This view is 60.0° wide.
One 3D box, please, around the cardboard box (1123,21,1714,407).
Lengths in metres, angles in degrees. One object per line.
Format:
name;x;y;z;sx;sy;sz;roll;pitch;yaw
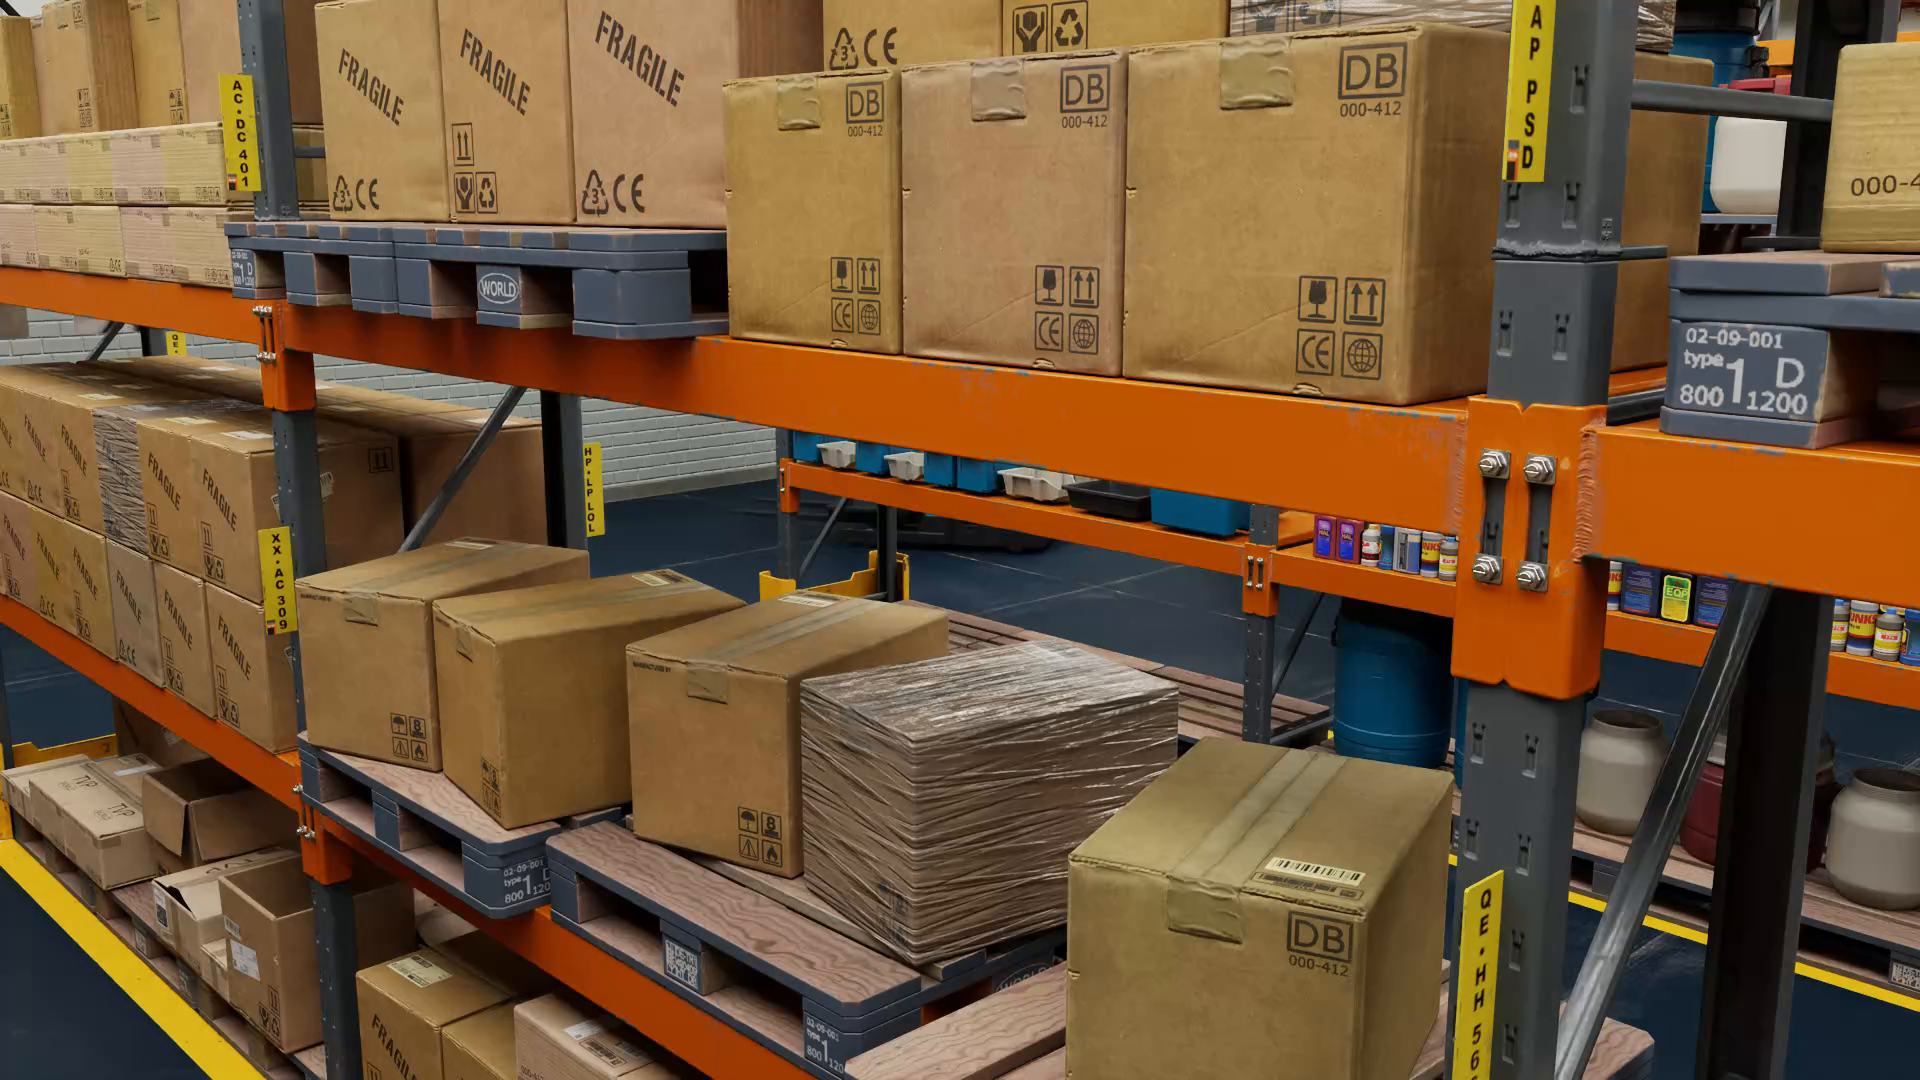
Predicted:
cardboard box;0.749;-0.522;2.667;0.910;0.500;0.500;-11;16;-43

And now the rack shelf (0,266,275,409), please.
rack shelf;-3.069;-0.937;6.714;1.077;0.370;4.000;-11;16;-43

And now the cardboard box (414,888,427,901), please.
cardboard box;-2.425;1.428;6.819;0.380;0.166;0.250;-11;16;-43

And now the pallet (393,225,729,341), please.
pallet;-0.569;-0.650;4.002;1.213;0.211;1.003;-11;16;-43

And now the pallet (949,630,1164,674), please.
pallet;0.515;0.868;10.516;1.003;0.211;1.213;-11;16;-43

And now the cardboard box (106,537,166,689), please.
cardboard box;-2.932;0.236;6.425;0.500;0.500;0.500;-10;16;-41

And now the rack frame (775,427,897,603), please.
rack frame;-0.865;-0.802;11.709;1.000;3.000;0.127;-11;16;-43

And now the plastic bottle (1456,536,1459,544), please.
plastic bottle;2.579;-0.035;8.478;0.097;0.201;0.097;0;12;0

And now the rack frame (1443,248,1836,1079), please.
rack frame;1.075;1.055;2.694;1.000;3.000;0.127;-11;16;-43

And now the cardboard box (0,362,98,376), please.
cardboard box;-4.334;-0.549;7.757;0.500;0.500;0.500;-10;15;-41

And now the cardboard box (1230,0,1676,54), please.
cardboard box;0.778;-1.017;2.594;0.500;0.500;0.500;-11;16;-43

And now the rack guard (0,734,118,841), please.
rack guard;-4.397;1.123;8.559;1.175;0.500;0.348;-11;16;-43

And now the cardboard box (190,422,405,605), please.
cardboard box;-2.224;-0.105;5.600;0.500;0.500;0.500;-11;16;-42

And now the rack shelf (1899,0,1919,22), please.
rack shelf;14.854;-7.487;22.837;1.077;0.370;4.000;-11;16;-43

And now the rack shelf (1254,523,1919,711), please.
rack shelf;3.279;0.426;7.531;1.077;0.370;4.000;-11;16;-43

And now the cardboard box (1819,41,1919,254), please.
cardboard box;1.429;-0.488;2.081;0.500;0.250;0.500;10;15;41

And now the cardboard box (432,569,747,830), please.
cardboard box;-1.001;0.409;4.544;0.700;0.500;0.500;-8;14;-34

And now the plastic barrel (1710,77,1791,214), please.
plastic barrel;3.327;-1.613;6.837;0.433;0.535;0.433;0;12;0

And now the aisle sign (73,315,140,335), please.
aisle sign;-4.275;-1.438;8.354;0.394;0.787;0.004;-11;16;-43

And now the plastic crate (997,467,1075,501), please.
plastic crate;0.478;-0.331;9.926;0.293;0.136;0.466;-11;16;-43

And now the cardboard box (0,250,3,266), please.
cardboard box;-3.943;-1.323;7.175;0.500;0.250;0.500;-11;16;-43

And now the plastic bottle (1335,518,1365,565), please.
plastic bottle;1.935;-0.029;8.244;0.061;0.283;0.133;-11;16;-43

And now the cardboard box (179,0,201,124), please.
cardboard box;-2.294;-1.695;5.883;0.700;0.500;0.500;-11;16;-43

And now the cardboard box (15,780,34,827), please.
cardboard box;-4.236;1.206;7.896;0.380;0.166;0.250;-11;16;-43

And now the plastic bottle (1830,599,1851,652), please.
plastic bottle;3.510;0.339;6.662;0.097;0.201;0.097;0;12;0

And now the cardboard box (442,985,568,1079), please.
cardboard box;-1.153;1.661;4.858;0.500;0.500;0.500;-11;16;-42

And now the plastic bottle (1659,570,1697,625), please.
plastic bottle;3.063;0.210;7.087;0.061;0.283;0.133;-11;16;-43

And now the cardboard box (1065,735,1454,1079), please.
cardboard box;0.559;0.724;3.011;0.500;0.500;0.700;6;13;26

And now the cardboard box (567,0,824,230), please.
cardboard box;-0.470;-1.023;3.813;0.600;0.600;0.600;11;16;43

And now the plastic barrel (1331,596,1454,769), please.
plastic barrel;2.261;0.686;8.648;0.600;0.901;0.708;-11;16;-43

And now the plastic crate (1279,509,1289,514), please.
plastic crate;1.680;-0.206;9.322;0.396;0.136;0.243;-11;16;-43

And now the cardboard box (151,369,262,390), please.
cardboard box;-3.233;-0.476;7.399;0.500;0.500;0.500;-10;16;-41

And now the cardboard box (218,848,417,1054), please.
cardboard box;-2.286;1.437;5.947;0.500;0.500;0.500;-11;16;-43

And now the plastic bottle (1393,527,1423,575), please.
plastic bottle;2.194;0.017;8.043;0.152;0.276;0.135;-11;16;-43

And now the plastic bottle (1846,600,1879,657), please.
plastic bottle;3.577;0.319;6.586;0.097;0.271;0.097;0;12;0

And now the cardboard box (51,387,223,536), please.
cardboard box;-3.274;-0.326;6.675;0.500;0.500;0.500;-11;16;-43

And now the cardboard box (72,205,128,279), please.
cardboard box;-2.905;-1.104;6.114;0.500;0.250;0.500;-11;16;-43

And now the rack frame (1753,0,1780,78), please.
rack frame;5.480;-3.847;11.620;1.000;3.000;0.127;-11;16;-43

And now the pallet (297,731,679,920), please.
pallet;-1.215;0.697;4.907;1.003;0.211;1.213;-11;16;-43

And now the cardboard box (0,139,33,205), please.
cardboard box;-3.593;-1.495;6.774;0.500;0.250;0.500;-11;16;-43

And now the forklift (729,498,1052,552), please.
forklift;-0.605;-1.469;15.118;3.031;2.935;1.130;3;12;15

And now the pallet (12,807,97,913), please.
pallet;-3.846;1.381;8.024;1.003;0.211;1.213;-11;16;-43

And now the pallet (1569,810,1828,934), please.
pallet;3.247;1.444;7.717;1.003;0.211;1.213;-11;16;-43

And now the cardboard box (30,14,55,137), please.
cardboard box;-3.376;-1.905;6.901;0.700;0.500;0.500;-11;16;-43

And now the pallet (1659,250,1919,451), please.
pallet;1.608;-0.235;1.990;1.213;0.211;1.003;-10;15;-40

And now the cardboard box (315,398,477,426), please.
cardboard box;-2.166;-0.250;6.306;0.500;0.500;0.500;11;16;43

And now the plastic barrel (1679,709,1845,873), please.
plastic barrel;3.530;1.107;7.378;0.600;0.588;0.708;-11;16;-43

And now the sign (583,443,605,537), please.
sign;-1.288;-0.173;5.789;0.100;0.325;0.005;-11;16;-43

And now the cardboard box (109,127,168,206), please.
cardboard box;-2.562;-1.276;5.707;0.500;0.250;0.500;-11;16;-43

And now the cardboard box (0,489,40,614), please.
cardboard box;-3.974;0.015;7.496;0.500;0.500;0.500;-11;16;-43

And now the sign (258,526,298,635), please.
sign;-2.075;0.124;5.068;0.100;0.325;0.005;-11;16;-43

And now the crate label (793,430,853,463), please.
crate label;-0.932;-0.667;11.322;0.416;0.233;0.303;-11;16;-43

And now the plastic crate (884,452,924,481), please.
plastic crate;-0.302;-0.463;10.568;0.250;0.136;0.298;-11;16;-43

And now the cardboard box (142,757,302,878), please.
cardboard box;-2.989;1.205;7.062;0.797;0.503;0.637;-11;16;-43
